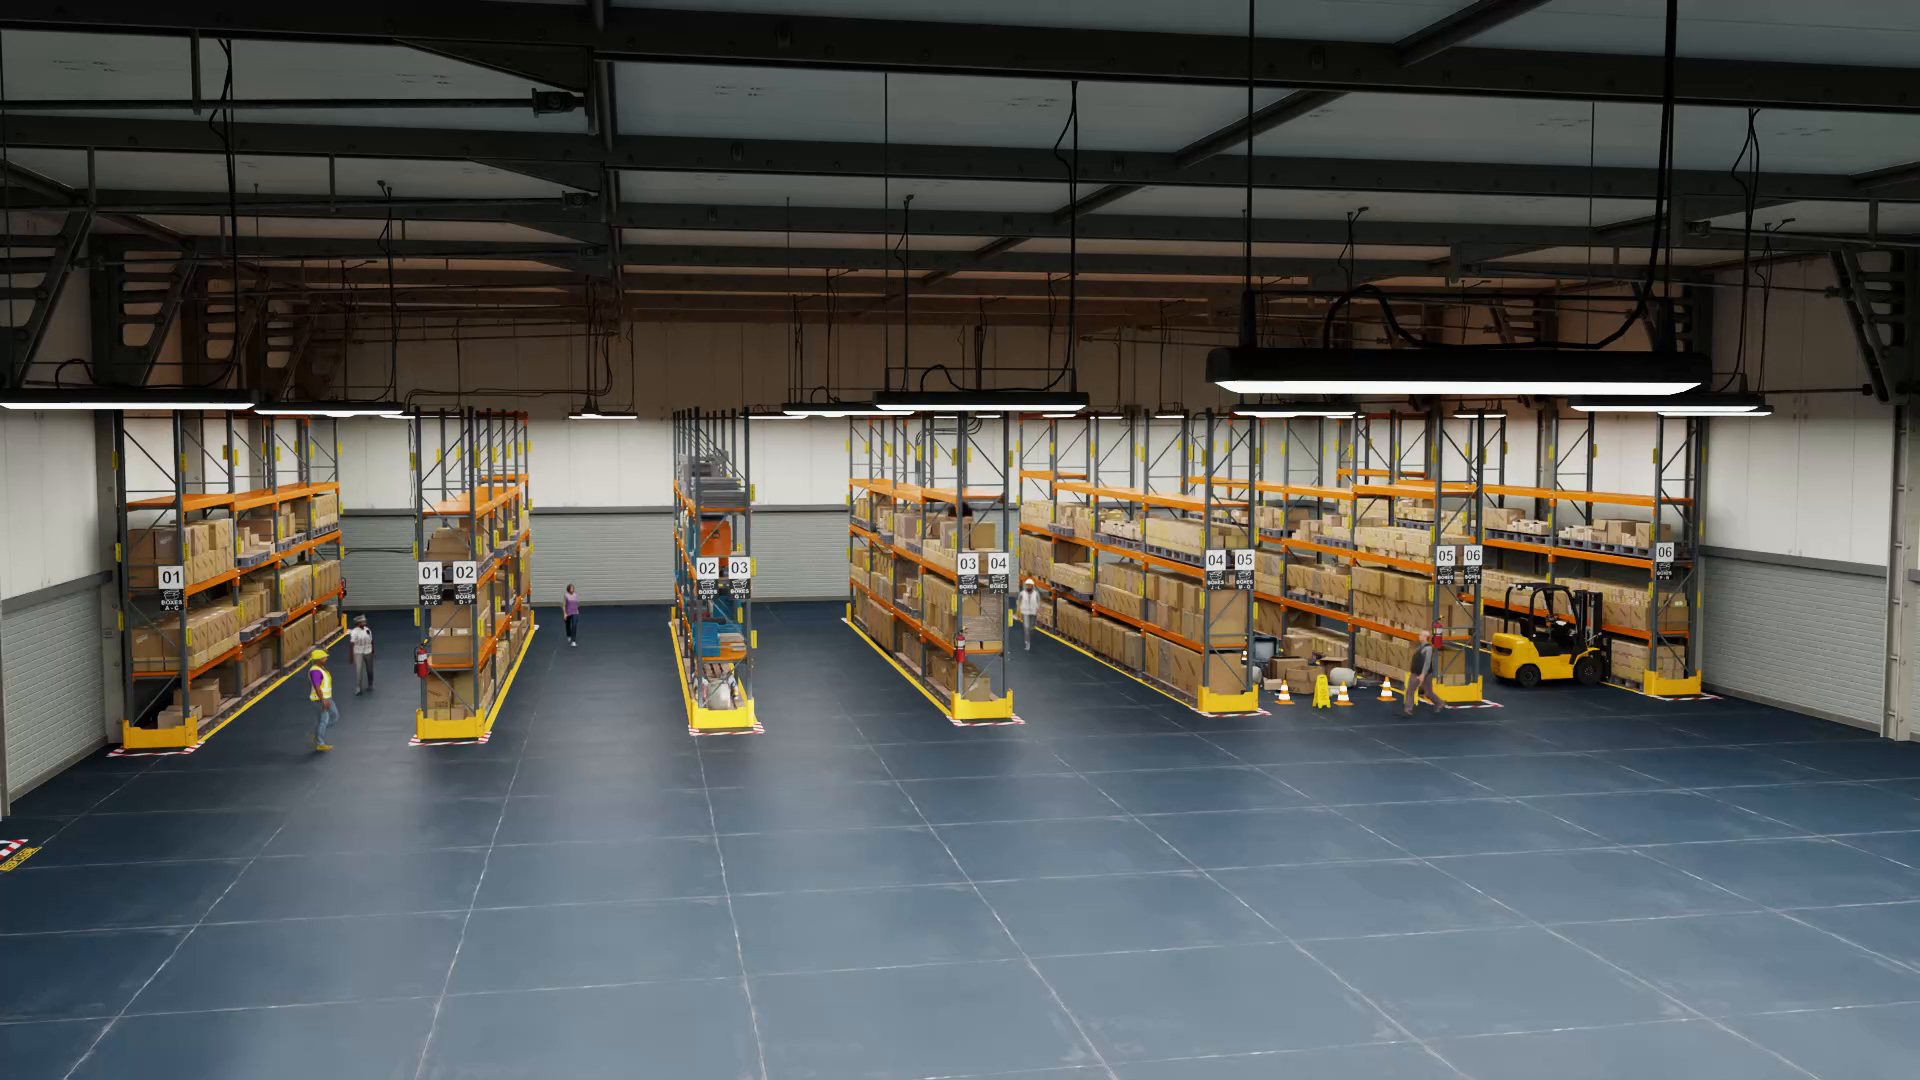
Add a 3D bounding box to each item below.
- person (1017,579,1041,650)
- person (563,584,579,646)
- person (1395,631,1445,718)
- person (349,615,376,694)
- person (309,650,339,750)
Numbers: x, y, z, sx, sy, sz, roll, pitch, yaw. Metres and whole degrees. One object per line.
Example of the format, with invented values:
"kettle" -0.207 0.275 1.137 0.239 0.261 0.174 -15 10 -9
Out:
"person" 1.762 1.880 42.140 0.581 1.776 0.940 -1 4 -10
"person" -9.979 1.907 42.641 0.391 1.555 0.823 -1 4 -12
"person" 8.956 2.597 32.166 0.982 1.693 0.491 -2 5 -29
"person" -12.642 2.392 35.208 0.537 1.639 0.931 -1 4 -17
"person" -11.063 2.771 28.852 0.444 1.755 0.564 0 4 -1
